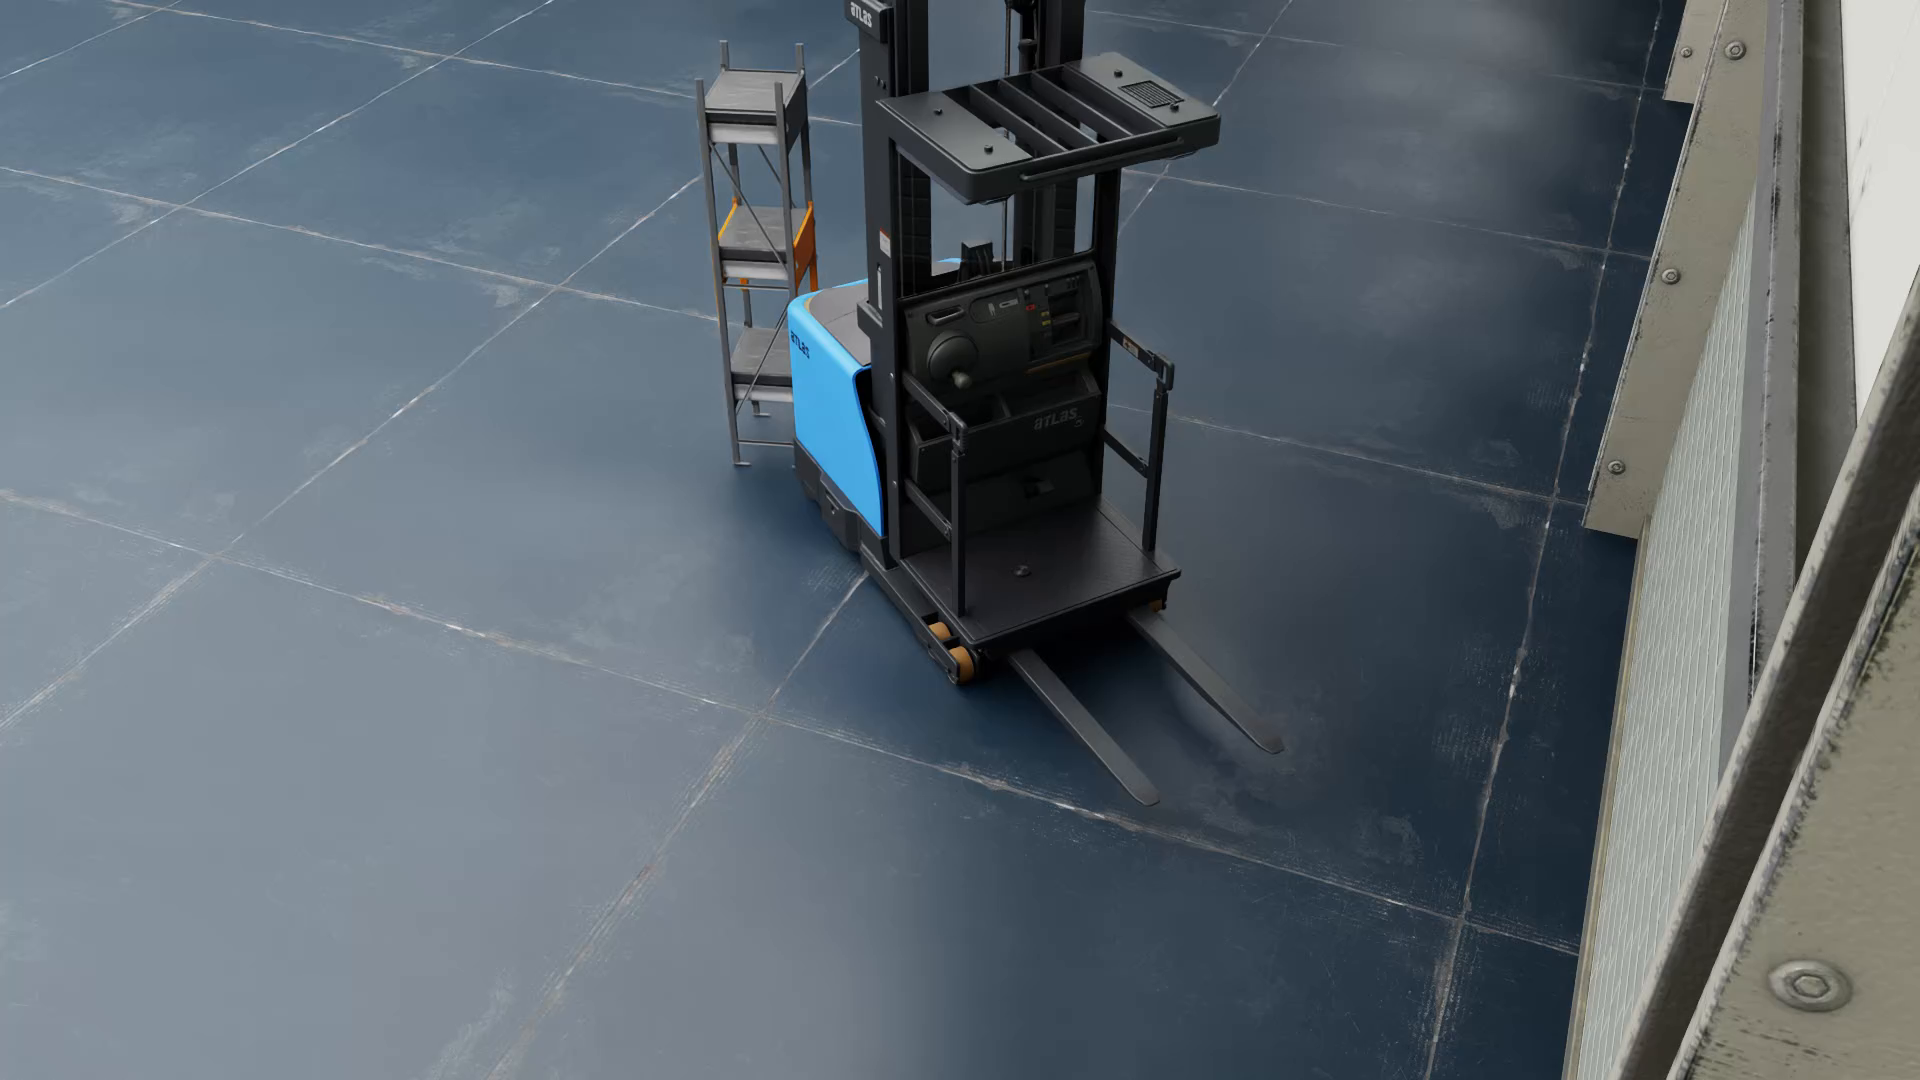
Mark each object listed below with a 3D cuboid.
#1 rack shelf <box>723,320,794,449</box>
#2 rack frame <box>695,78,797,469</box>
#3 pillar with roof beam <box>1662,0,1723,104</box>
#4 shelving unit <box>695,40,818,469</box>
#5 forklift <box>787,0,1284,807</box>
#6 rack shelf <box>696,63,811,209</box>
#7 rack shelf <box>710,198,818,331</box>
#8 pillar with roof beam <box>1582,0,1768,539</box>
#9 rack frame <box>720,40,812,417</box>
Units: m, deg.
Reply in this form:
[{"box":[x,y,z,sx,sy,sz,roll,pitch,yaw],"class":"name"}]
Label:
[{"box":[-0.968,-0.802,8.757,0.431,0.518,0.480,4,37,6],"class":"rack shelf"},{"box":[-0.999,-1.232,8.138,0.400,2.100,0.015,4,37,6],"class":"rack frame"},{"box":[1.637,-8.049,11.502,9.100,9.000,0.400,14,39,18],"class":"pillar with roof beam"},{"box":[-0.970,-1.376,8.333,0.431,2.100,0.503,4,37,6],"class":"shelving unit"},{"box":[0.299,-0.846,6.934,1.130,2.935,3.031,-18,40,-23],"class":"forklift"},{"box":[-0.972,-1.928,7.925,0.431,0.518,0.480,4,37,6],"class":"rack shelf"},{"box":[-0.970,-1.365,8.341,0.431,0.518,0.480,4,37,6],"class":"rack shelf"},{"box":[-0.646,-4.727,7.058,9.100,9.000,0.400,14,39,18],"class":"pillar with roof beam"},{"box":[-0.942,-1.520,8.528,0.400,2.100,0.015,4,37,6],"class":"rack frame"}]
